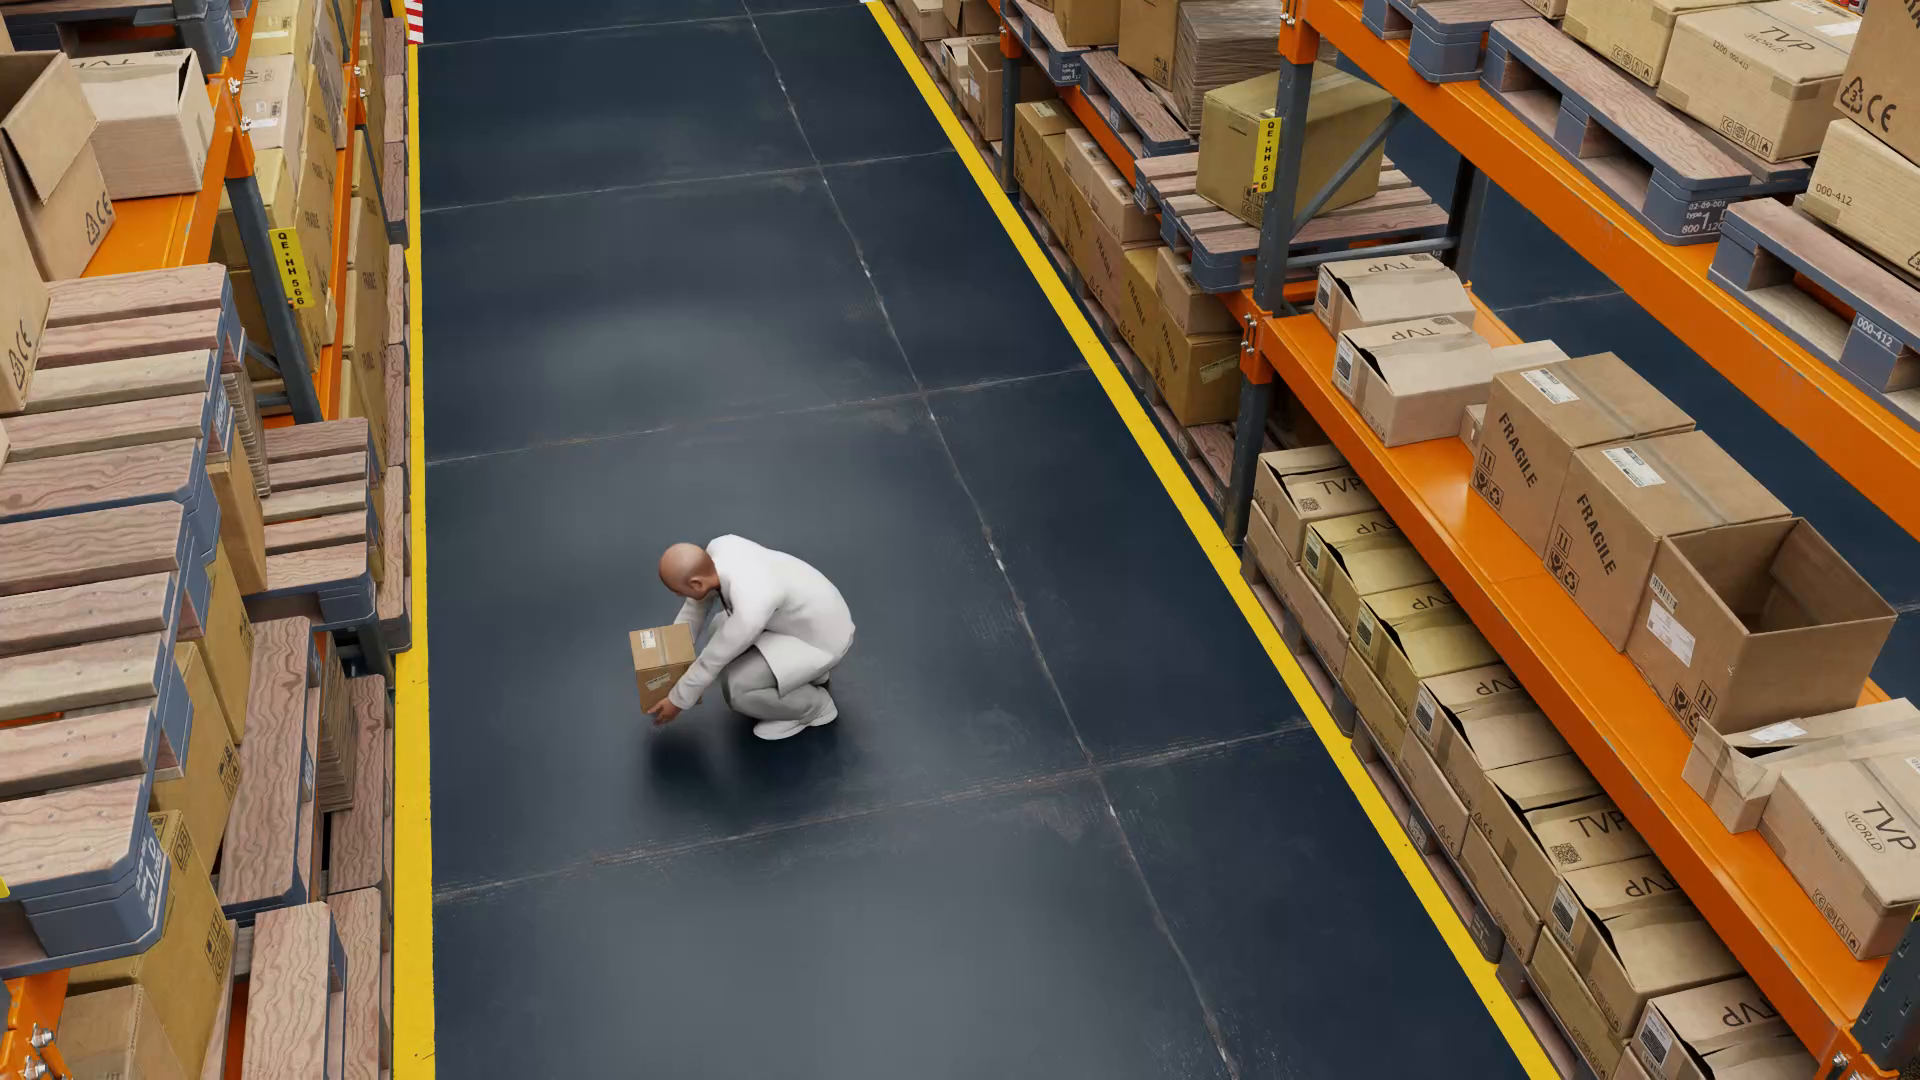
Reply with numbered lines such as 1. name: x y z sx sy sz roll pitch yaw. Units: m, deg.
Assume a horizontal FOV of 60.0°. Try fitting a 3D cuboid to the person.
1. person: -0.892 0.398 6.953 0.912 0.880 0.588 -10 39 -12
